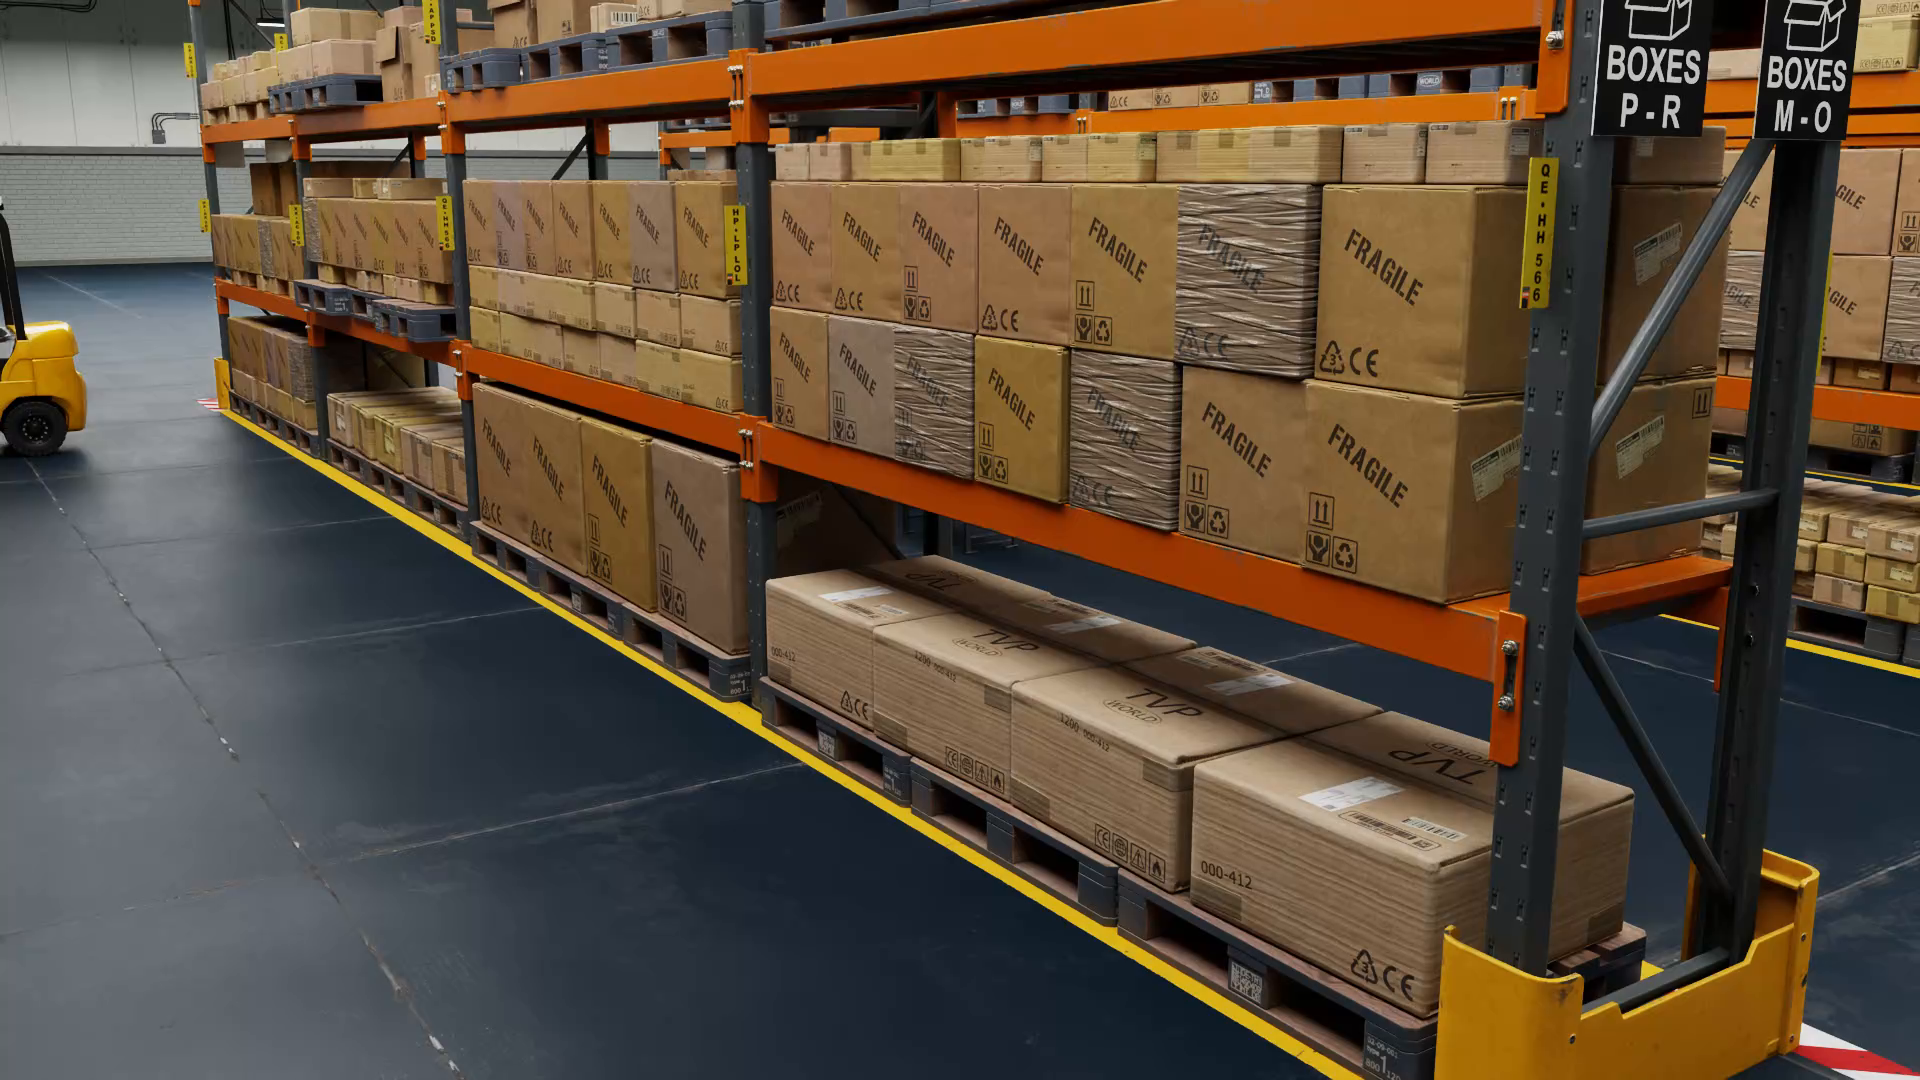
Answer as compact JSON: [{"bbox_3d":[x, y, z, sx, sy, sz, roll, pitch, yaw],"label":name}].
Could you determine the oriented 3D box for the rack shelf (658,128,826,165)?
[{"bbox_3d":[-1.958,-4.261,17.987,1.077,0.370,4.000,-8,15,-33],"label":"rack shelf"}]

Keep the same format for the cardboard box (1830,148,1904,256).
[{"bbox_3d":[4.466,-1.667,8.192,0.500,0.500,0.500,-9,15,-35],"label":"cardboard box"}]

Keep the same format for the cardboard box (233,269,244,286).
[{"bbox_3d":[-6.782,-2.540,16.046,0.380,0.149,0.250,-8,15,-32],"label":"cardboard box"}]

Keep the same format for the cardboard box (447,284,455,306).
[{"bbox_3d":[-3.076,-1.589,10.711,0.380,0.149,0.250,-7,14,-31],"label":"cardboard box"}]

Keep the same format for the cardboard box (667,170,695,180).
[{"bbox_3d":[-2.893,-4.033,19.403,0.875,0.550,0.550,-8,15,-33],"label":"cardboard box"}]

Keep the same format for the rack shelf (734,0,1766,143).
[{"bbox_3d":[0.626,-1.523,5.466,1.077,0.370,4.000,-8,15,-33],"label":"rack shelf"}]

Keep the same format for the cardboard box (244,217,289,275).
[{"bbox_3d":[-6.238,-2.704,15.275,0.500,0.500,0.500,-8,15,-34],"label":"cardboard box"}]

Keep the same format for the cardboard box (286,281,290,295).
[{"bbox_3d":[-5.696,-2.231,14.629,0.380,0.149,0.250,-8,15,-34],"label":"cardboard box"}]

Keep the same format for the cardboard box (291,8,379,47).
[{"bbox_3d":[-4.640,-3.790,12.348,0.500,0.250,0.500,-8,15,-34],"label":"cardboard box"}]

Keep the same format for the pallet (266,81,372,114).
[{"bbox_3d":[-4.661,-3.439,12.982,1.213,0.211,1.003,-8,15,-33],"label":"pallet"}]

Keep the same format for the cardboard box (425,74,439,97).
[{"bbox_3d":[-3.192,-2.893,10.636,0.380,0.149,0.250,-8,15,-33],"label":"cardboard box"}]

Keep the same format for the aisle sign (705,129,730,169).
[{"bbox_3d":[-2.856,-4.821,19.799,0.394,0.787,0.004,-8,15,-33],"label":"aisle sign"}]

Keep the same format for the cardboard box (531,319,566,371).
[{"bbox_3d":[-2.052,-1.103,9.233,0.500,0.250,0.500,-8,14,-31],"label":"cardboard box"}]

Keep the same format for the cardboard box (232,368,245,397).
[{"bbox_3d":[-6.914,-1.584,16.539,0.500,0.250,0.500,-8,15,-33],"label":"cardboard box"}]

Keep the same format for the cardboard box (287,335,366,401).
[{"bbox_3d":[-5.466,-1.489,14.347,0.500,0.500,0.500,-8,15,-34],"label":"cardboard box"}]

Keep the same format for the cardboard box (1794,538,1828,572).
[{"bbox_3d":[4.379,0.049,8.611,0.380,0.149,0.250,-8,15,-32],"label":"cardboard box"}]

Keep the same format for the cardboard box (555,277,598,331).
[{"bbox_3d":[-1.802,-1.254,8.754,0.500,0.250,0.500,-8,15,-32],"label":"cardboard box"}]

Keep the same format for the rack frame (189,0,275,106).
[{"bbox_3d":[-7.131,-5.829,16.455,1.000,3.000,0.127,-8,15,-33],"label":"rack frame"}]

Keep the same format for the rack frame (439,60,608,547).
[{"bbox_3d":[-2.699,-1.476,10.589,1.000,3.000,0.127,-8,15,-33],"label":"rack frame"}]

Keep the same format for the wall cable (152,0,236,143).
[{"bbox_3d":[-20.867,-13.809,44.983,2.305,6.003,0.169,-8,15,-33],"label":"wall cable"}]

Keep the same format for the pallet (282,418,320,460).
[{"bbox_3d":[-5.316,-0.940,14.667,1.003,0.211,1.213,-8,15,-33],"label":"pallet"}]

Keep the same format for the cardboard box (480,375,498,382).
[{"bbox_3d":[-4.376,-1.319,15.717,0.500,0.500,0.500,1,12,6],"label":"cardboard box"}]

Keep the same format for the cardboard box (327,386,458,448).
[{"bbox_3d":[-4.622,-1.016,13.653,0.950,0.372,0.625,-8,15,-32],"label":"cardboard box"}]

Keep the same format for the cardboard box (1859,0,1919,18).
[{"bbox_3d":[4.496,-2.618,7.974,0.500,0.250,0.500,-9,15,-35],"label":"cardboard box"}]

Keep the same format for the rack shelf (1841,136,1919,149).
[{"bbox_3d":[10.783,-3.993,16.764,1.077,0.370,4.000,-8,15,-33],"label":"rack shelf"}]

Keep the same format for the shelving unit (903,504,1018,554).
[{"bbox_3d":[-0.004,-0.734,10.707,0.431,1.500,0.755,-8,15,-33],"label":"shelving unit"}]

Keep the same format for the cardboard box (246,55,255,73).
[{"bbox_3d":[-6.047,-4.173,14.622,0.380,0.149,0.250,-8,15,-32],"label":"cardboard box"}]

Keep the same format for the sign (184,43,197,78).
[{"bbox_3d":[-7.583,-4.727,16.388,0.100,0.325,0.005,-8,15,-33],"label":"sign"}]

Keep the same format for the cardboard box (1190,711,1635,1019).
[{"bbox_3d":[1.285,0.888,4.795,0.875,0.438,0.875,-9,15,-35],"label":"cardboard box"}]

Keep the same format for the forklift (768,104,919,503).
[{"bbox_3d":[-1.007,-1.927,12.815,1.130,2.935,3.031,-6,14,-24],"label":"forklift"}]

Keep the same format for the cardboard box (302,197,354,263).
[{"bbox_3d":[-4.894,-2.469,13.219,0.500,0.500,0.500,-8,14,-31],"label":"cardboard box"}]

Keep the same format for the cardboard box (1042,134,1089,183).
[{"bbox_3d":[0.486,-1.217,5.312,0.380,0.149,0.250,-8,14,-31],"label":"cardboard box"}]

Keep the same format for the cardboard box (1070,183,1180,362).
[{"bbox_3d":[0.683,-0.826,5.042,0.500,0.500,0.500,-8,15,-33],"label":"cardboard box"}]

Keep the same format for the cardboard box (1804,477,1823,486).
[{"bbox_3d":[4.621,-0.262,9.337,0.380,0.149,0.250,-9,15,-35],"label":"cardboard box"}]

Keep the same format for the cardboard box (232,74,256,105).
[{"bbox_3d":[-6.229,-4.042,14.957,0.500,0.250,0.500,-8,15,-32],"label":"cardboard box"}]

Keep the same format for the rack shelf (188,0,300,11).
[{"bbox_3d":[-6.023,-5.121,14.905,1.077,0.370,4.000,-8,15,-33],"label":"rack shelf"}]

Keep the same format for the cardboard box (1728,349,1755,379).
[{"bbox_3d":[4.237,-0.928,8.672,0.380,0.149,0.250,-7,14,-30],"label":"cardboard box"}]

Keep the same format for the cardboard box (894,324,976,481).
[{"bbox_3d":[0.105,-0.520,5.983,0.500,0.500,0.500,-8,15,-32],"label":"cardboard box"}]

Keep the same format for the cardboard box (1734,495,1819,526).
[{"bbox_3d":[4.342,-0.153,8.839,0.380,0.149,0.250,-9,15,-35],"label":"cardboard box"}]

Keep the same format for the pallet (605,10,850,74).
[{"bbox_3d":[-1.031,-2.294,7.755,0.805,0.209,1.217,-9,15,-35],"label":"pallet"}]

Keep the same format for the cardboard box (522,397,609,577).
[{"bbox_3d":[-1.894,-0.351,9.437,0.875,0.875,0.875,-8,15,-32],"label":"cardboard box"}]

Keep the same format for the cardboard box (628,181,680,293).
[{"bbox_3d":[-1.232,-1.443,7.863,0.500,0.500,0.500,-8,15,-32],"label":"cardboard box"}]

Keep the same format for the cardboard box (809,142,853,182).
[{"bbox_3d":[-0.368,-1.488,6.553,0.380,0.149,0.250,-8,15,-32],"label":"cardboard box"}]

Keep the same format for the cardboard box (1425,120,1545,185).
[{"bbox_3d":[1.368,-0.947,4.080,0.380,0.149,0.250,-8,15,-32],"label":"cardboard box"}]

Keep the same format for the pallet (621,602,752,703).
[{"bbox_3d":[-0.973,0.469,8.221,1.003,0.211,1.213,-8,15,-33],"label":"pallet"}]

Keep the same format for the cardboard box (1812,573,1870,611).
[{"bbox_3d":[4.556,0.239,8.436,0.380,0.149,0.250,-8,15,-32],"label":"cardboard box"}]

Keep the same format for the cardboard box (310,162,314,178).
[{"bbox_3d":[-5.498,-3.160,15.019,0.700,0.500,0.500,-8,15,-34],"label":"cardboard box"}]

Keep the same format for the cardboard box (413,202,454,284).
[{"bbox_3d":[-3.182,-1.923,10.721,0.500,0.500,0.500,-9,15,-34],"label":"cardboard box"}]

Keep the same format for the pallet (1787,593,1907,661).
[{"bbox_3d":[4.664,0.326,8.876,1.003,0.211,1.213,-8,15,-33],"label":"pallet"}]

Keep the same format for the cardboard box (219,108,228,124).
[{"bbox_3d":[-6.879,-4.057,15.957,0.380,0.149,0.250,-8,14,-31],"label":"cardboard box"}]

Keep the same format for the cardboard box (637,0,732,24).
[{"bbox_3d":[-1.145,-2.523,7.584,0.500,0.311,0.500,-8,15,-33],"label":"cardboard box"}]

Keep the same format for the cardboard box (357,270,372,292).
[{"bbox_3d":[-4.173,-1.899,12.129,0.380,0.149,0.250,-7,14,-31],"label":"cardboard box"}]
